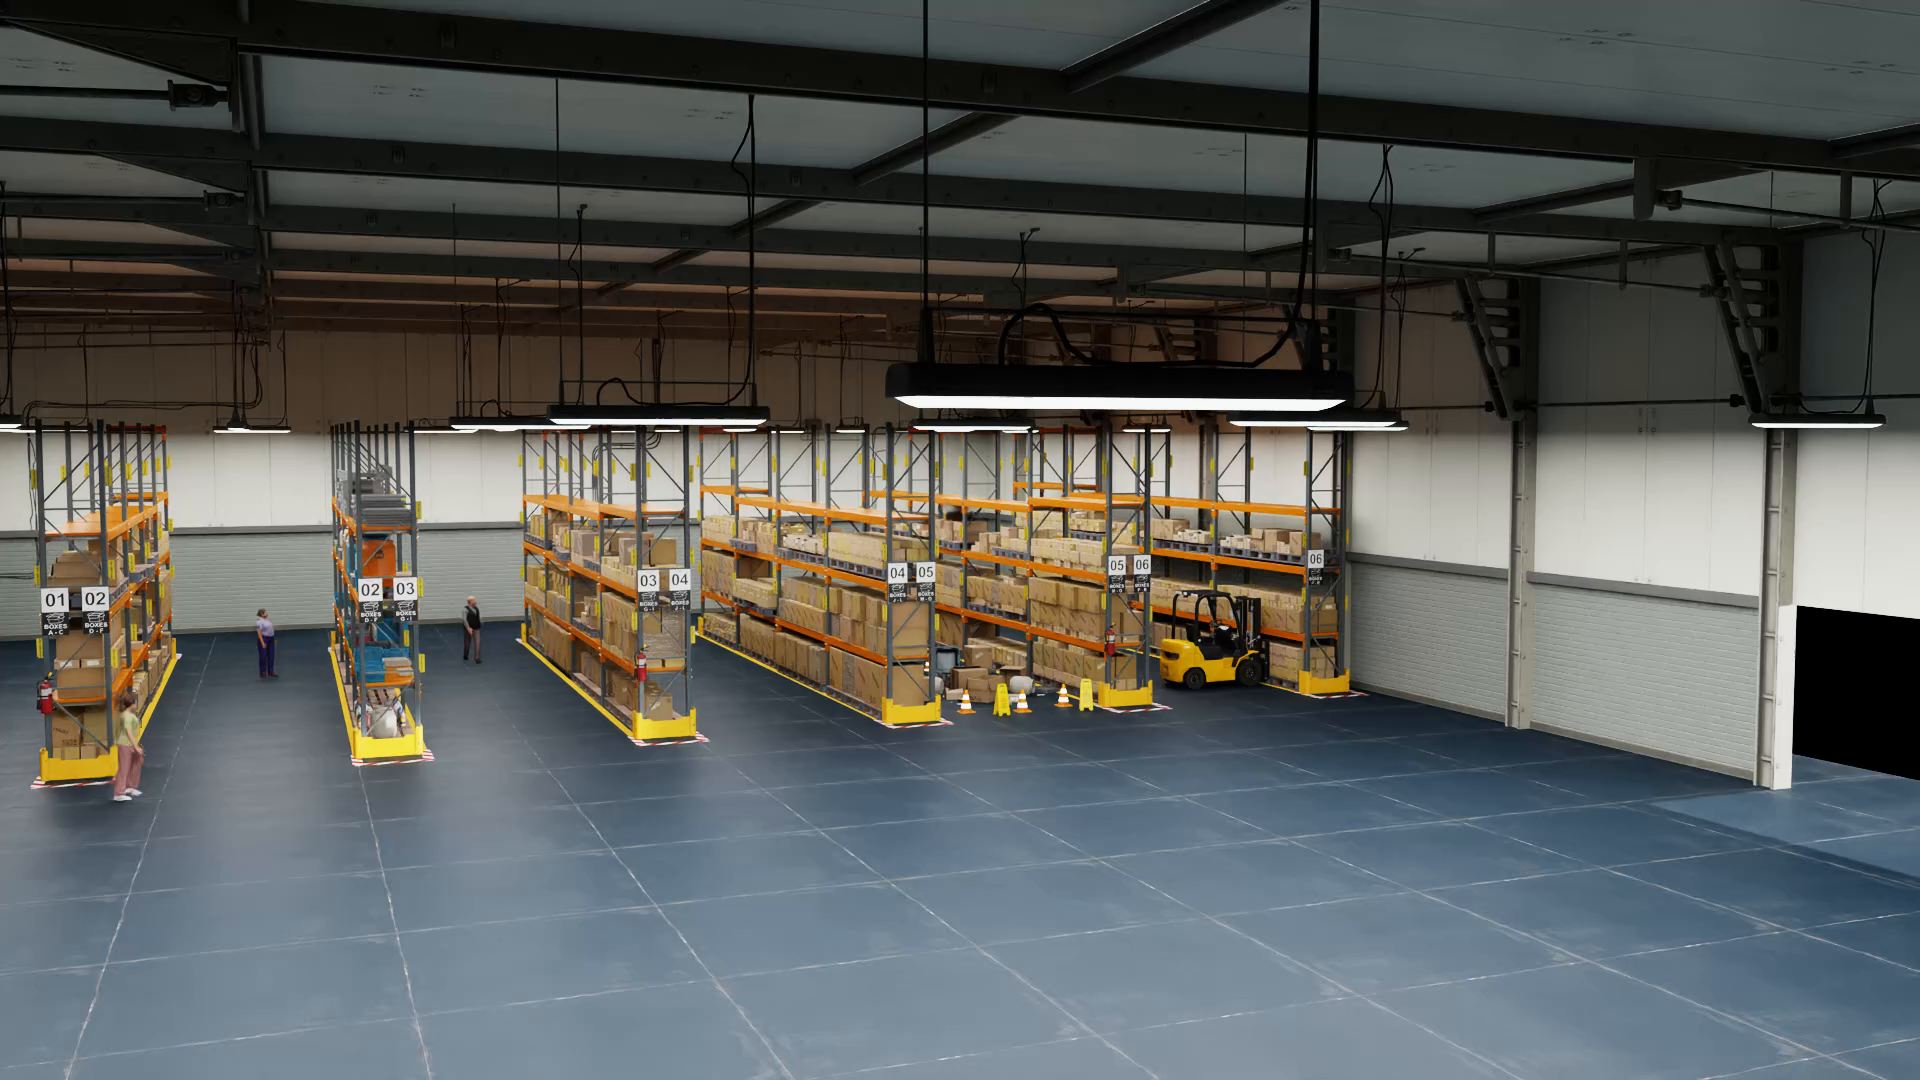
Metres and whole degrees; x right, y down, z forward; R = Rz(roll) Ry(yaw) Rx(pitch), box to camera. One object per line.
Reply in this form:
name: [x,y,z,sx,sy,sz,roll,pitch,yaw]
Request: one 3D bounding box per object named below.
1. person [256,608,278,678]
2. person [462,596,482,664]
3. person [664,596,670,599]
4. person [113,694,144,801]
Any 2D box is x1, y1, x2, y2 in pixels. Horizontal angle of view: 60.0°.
person: [-16.480,2.455,39.572,0.436,1.679,0.532,1,4,18]
person: [-12.329,2.266,41.965,0.480,1.686,0.974,-2,4,-28]
person: [-8.514,1.914,48.053,0.542,1.604,0.950,-1,4,-9]
person: [-13.132,3.273,26.262,0.464,1.699,0.581,-1,4,-22]
